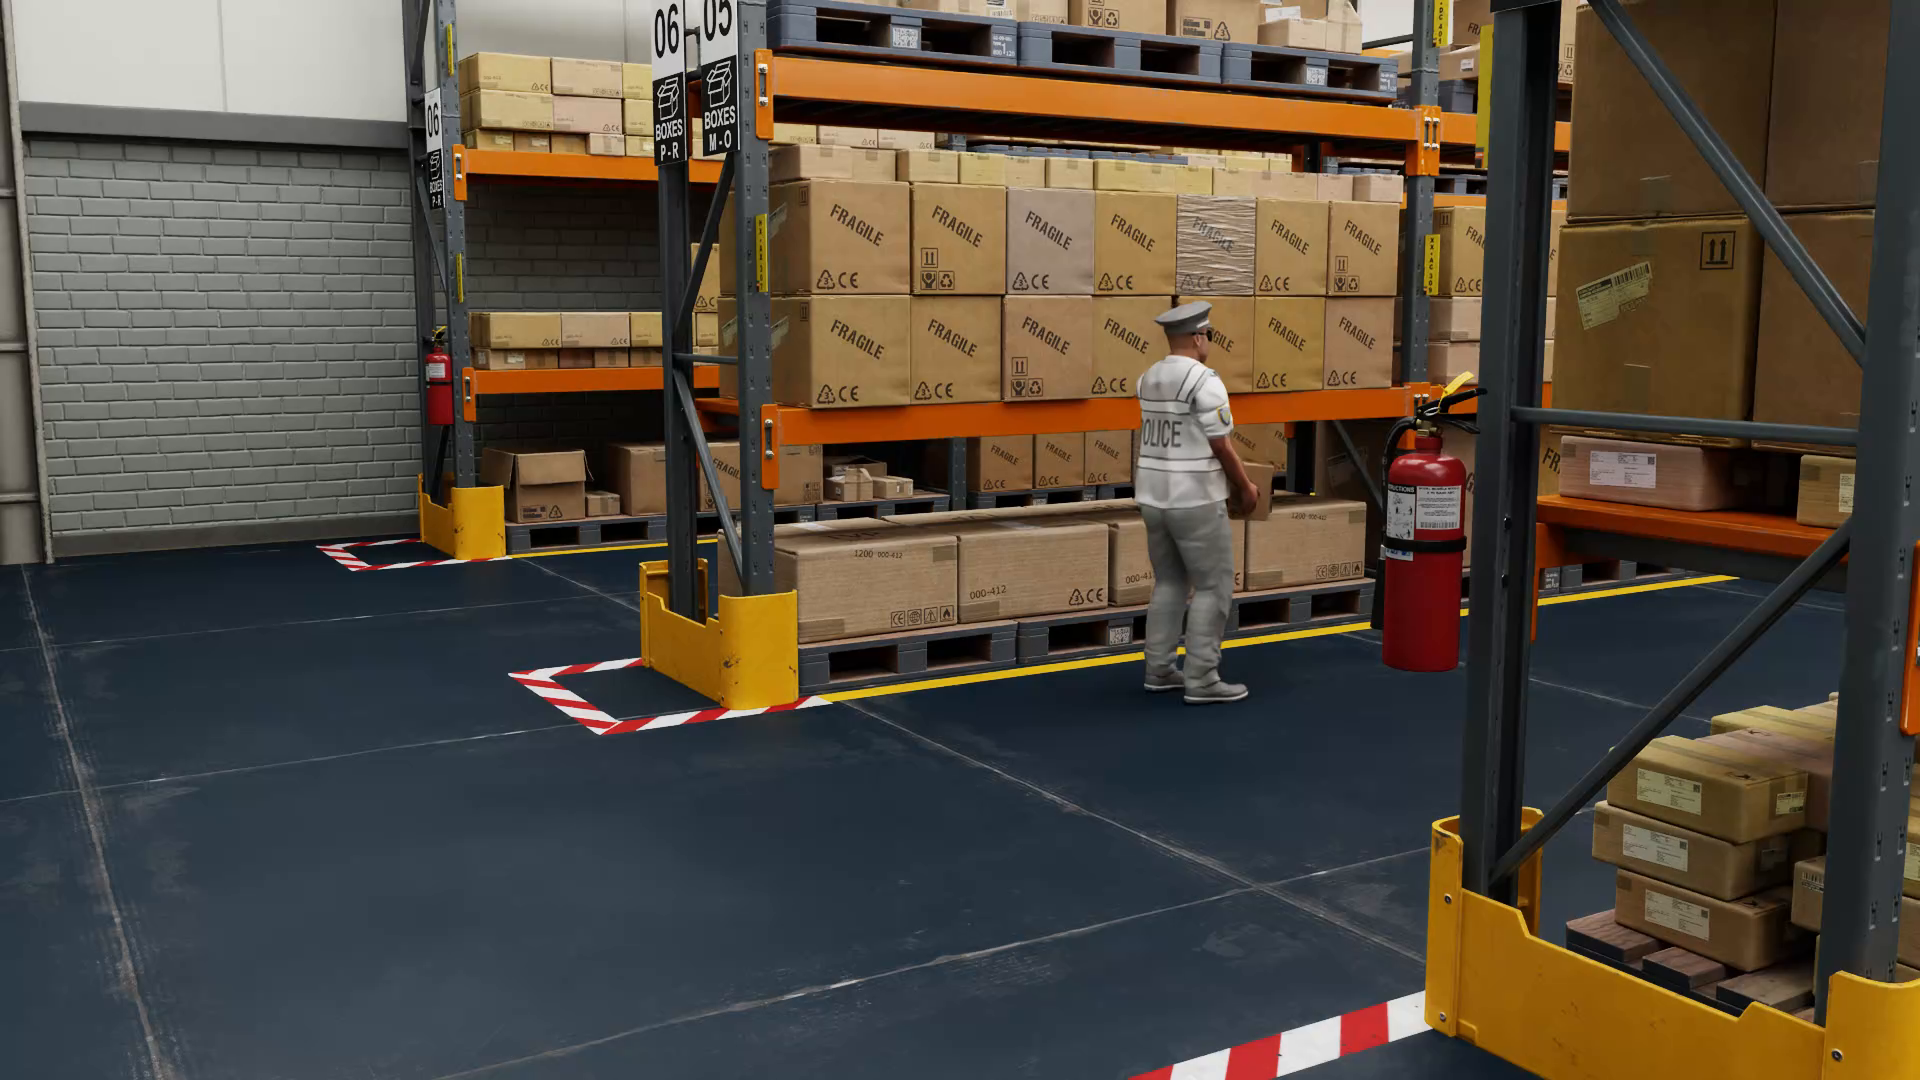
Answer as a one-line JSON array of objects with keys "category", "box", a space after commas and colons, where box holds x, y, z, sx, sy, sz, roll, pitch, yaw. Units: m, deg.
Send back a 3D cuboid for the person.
[{"category": "person", "box": [1.061, -0.179, 7.467, 0.525, 1.773, 0.527, -5, 9, -31]}]
